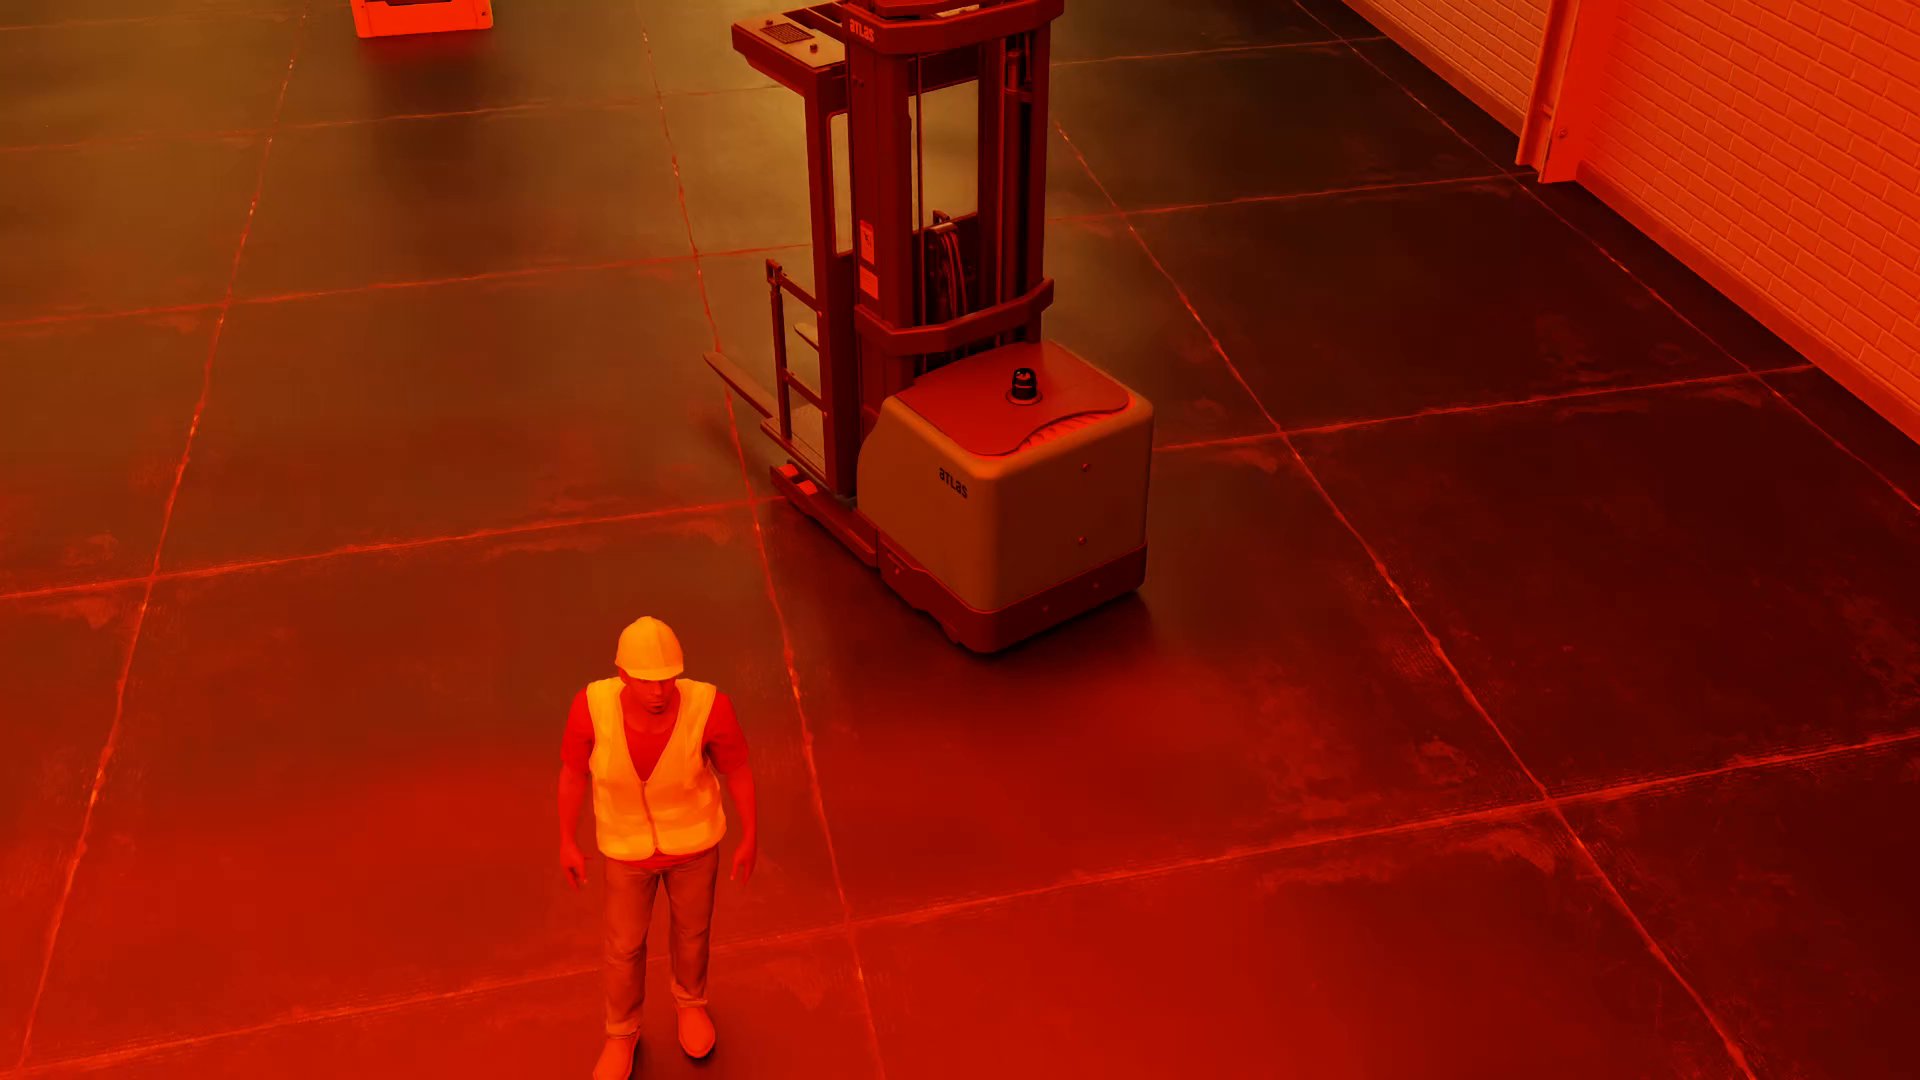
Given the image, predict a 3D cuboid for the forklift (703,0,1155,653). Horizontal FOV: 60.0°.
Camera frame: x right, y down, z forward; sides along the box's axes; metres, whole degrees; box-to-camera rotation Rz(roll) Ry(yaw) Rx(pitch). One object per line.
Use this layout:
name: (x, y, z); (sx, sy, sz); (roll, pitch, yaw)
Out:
forklift: (-0.350, -1.480, 8.107); (1.130, 2.935, 3.031); (-22, 41, -28)

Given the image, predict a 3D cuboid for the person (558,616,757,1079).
person: (-1.005, 1.055, 5.569); (0.665, 1.765, 0.577); (-4, 36, -6)
